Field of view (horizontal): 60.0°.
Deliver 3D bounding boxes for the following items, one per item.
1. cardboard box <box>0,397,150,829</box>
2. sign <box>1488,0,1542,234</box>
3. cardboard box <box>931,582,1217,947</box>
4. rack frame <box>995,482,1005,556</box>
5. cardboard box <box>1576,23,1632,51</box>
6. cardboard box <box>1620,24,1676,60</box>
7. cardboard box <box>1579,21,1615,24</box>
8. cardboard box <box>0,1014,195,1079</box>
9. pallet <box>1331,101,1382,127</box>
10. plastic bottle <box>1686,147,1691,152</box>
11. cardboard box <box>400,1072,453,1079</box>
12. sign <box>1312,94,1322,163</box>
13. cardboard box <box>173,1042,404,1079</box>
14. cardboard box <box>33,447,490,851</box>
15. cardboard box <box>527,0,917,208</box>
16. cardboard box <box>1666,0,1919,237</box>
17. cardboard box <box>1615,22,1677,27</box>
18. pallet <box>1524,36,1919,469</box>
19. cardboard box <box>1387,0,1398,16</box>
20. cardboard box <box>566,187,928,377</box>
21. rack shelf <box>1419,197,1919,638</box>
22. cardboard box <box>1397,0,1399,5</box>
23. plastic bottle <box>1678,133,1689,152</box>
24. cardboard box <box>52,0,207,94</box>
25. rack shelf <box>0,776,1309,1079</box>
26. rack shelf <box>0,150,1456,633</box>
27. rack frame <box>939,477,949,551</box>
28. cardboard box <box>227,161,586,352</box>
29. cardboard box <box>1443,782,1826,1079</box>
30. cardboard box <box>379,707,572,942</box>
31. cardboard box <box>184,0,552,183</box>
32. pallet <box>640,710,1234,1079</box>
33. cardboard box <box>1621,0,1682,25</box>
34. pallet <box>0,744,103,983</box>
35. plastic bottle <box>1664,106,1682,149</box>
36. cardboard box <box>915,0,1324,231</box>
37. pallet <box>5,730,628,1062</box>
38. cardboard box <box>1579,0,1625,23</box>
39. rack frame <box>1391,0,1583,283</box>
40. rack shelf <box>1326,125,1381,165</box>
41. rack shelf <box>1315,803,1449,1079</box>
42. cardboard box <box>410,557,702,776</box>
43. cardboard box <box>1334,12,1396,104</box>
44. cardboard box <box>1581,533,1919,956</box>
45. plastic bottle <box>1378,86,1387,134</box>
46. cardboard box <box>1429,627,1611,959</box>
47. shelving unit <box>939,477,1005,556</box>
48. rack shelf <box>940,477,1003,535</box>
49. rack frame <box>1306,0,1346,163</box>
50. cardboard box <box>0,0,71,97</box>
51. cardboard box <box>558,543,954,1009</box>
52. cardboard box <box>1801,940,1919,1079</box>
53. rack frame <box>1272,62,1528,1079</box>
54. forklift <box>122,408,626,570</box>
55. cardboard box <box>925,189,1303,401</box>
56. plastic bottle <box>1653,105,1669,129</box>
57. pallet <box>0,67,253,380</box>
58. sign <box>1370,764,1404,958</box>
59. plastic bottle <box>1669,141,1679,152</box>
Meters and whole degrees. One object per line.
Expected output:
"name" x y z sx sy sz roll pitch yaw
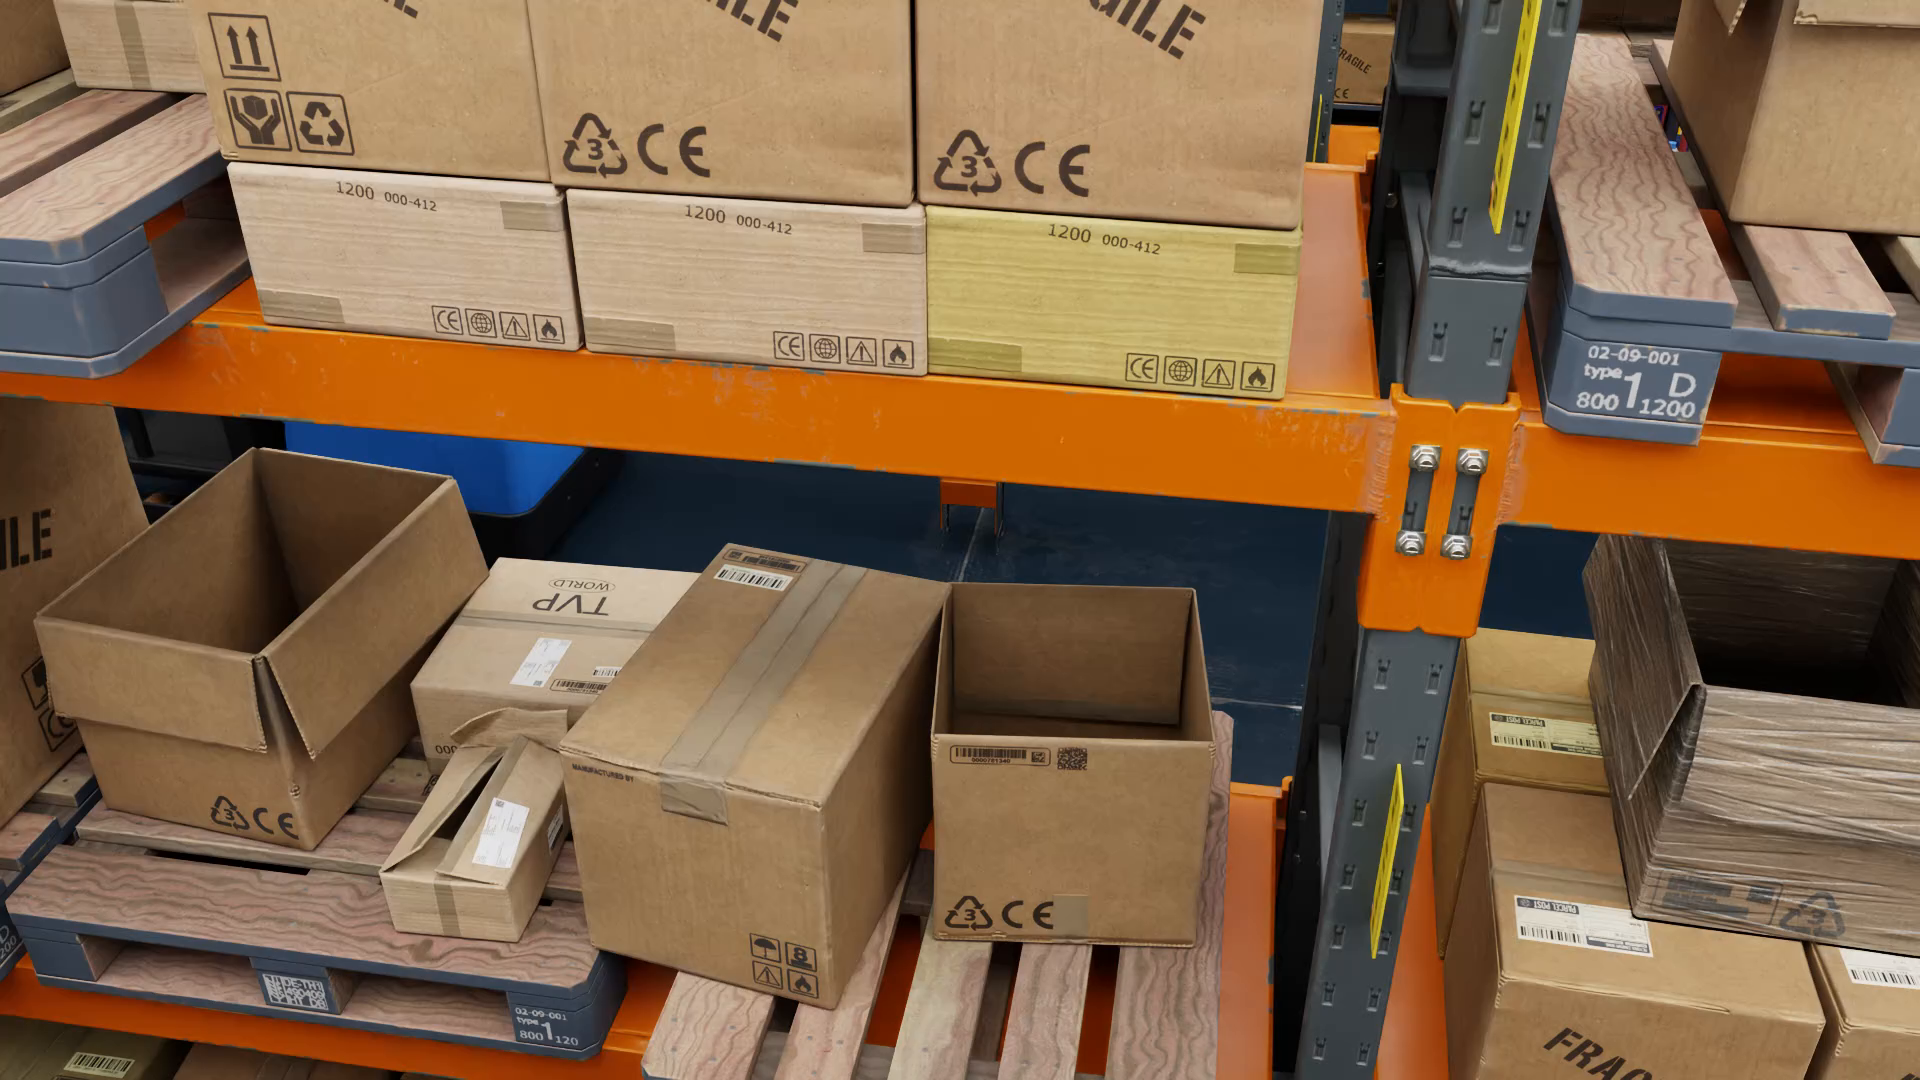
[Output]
"cardboard box" -2.435 0.031 3.412 1.000 1.000 1.000 5 32 9
"sign" 0.655 -0.531 1.956 0.005 0.325 0.100 5 32 8
"cardboard box" 0.209 0.429 3.248 0.500 0.500 0.500 1 32 2
"rack frame" 0.173 -0.429 6.946 0.008 1.050 0.200 5 32 8
"cardboard box" 4.345 -3.306 11.646 0.500 0.500 0.500 4 32 7
"cardboard box" 4.847 -3.262 11.575 0.500 0.500 0.500 6 32 9
"cardboard box" 4.408 -3.580 12.084 0.500 0.500 0.500 4 32 6
"cardboard box" -2.126 1.311 4.270 0.500 0.500 0.700 5 32 8
"pallet" 3.148 -3.236 12.221 1.213 0.211 1.003 5 32 8
"plastic bottle" 3.085 -1.530 6.977 0.133 0.283 0.061 5 32 8
"cardboard box" -1.025 1.410 4.111 0.500 0.500 0.700 8 33 12
"sign" 1.496 -1.695 6.977 0.005 0.325 0.100 5 32 8
"cardboard box" -1.575 1.361 4.190 0.500 0.500 0.700 3 32 4
"cardboard box" -1.470 0.204 3.604 0.637 0.503 0.797 8 33 13
"cardboard box" -0.271 -0.801 2.310 0.500 0.500 0.500 5 32 8
"cardboard box" 1.362 -0.800 2.381 0.637 0.503 0.797 7 33 11
"cardboard box" 4.907 -3.535 12.012 0.500 0.500 0.500 6 32 9
"pallet" 1.392 -0.485 2.549 1.003 0.211 1.213 7 33 10
"cardboard box" 3.380 -3.670 12.228 0.500 0.500 0.500 6 33 10
"cardboard box" -0.253 -0.483 2.508 0.500 0.250 0.500 5 32 8
"rack shelf" 2.720 -0.112 2.452 4.000 0.370 1.077 5 32 8
"cardboard box" 3.436 -3.986 12.025 0.500 0.250 0.500 6 33 10
"plastic bottle" 3.337 -1.858 7.501 0.133 0.283 0.061 5 32 8
"cardboard box" -1.330 -0.916 2.883 0.250 0.166 0.380 4 32 7
"rack shelf" -1.223 0.803 3.818 4.000 0.370 1.077 5 32 8
"rack shelf" -1.223 -0.469 3.022 4.000 0.370 1.077 5 32 8
"rack frame" -0.068 -0.451 6.981 0.008 1.050 0.200 5 32 8
"cardboard box" -0.748 -0.529 2.582 0.500 0.250 0.500 6 33 10
"cardboard box" 1.182 0.820 3.019 0.500 0.500 0.500 6 33 10
"cardboard box" -0.941 0.548 3.279 0.258 0.266 0.396 4 32 7
"cardboard box" -0.757 -0.853 2.394 0.500 0.500 0.500 6 32 9
"pallet" 0.028 0.750 3.406 1.003 0.211 1.213 5 32 8
"cardboard box" 4.940 -3.852 11.811 0.500 0.250 0.500 5 32 8
"pallet" -2.466 0.545 3.733 1.213 0.211 1.003 5 32 8
"plastic bottle" 3.329 -1.942 7.572 0.185 0.351 0.144 5 32 8
"cardboard box" 0.236 -0.761 2.246 0.500 0.500 0.500 6 33 9
"pallet" -1.210 0.602 3.641 1.213 0.211 1.003 5 32 8
"cardboard box" 4.445 -3.896 11.882 0.500 0.250 0.500 5 32 7
"rack frame" 0.748 -1.866 1.750 0.127 3.000 1.000 5 32 8
"rack shelf" 3.553 -1.430 7.386 4.000 0.370 1.077 5 32 8
"rack shelf" 2.720 1.160 3.248 4.000 0.370 1.077 5 32 8
"cardboard box" -0.865 0.292 3.702 0.500 0.250 0.500 4 32 7
"cardboard box" 2.819 -3.441 11.862 0.500 0.500 0.500 7 33 10
"cardboard box" 1.466 0.283 2.932 0.637 0.503 0.797 6 33 10
"plastic bottle" 2.052 -2.052 7.810 0.133 0.283 0.061 5 32 8
"cardboard box" 1.276 0.549 3.452 0.500 0.500 0.500 6 33 10
"shelving unit" 0.053 -0.440 6.964 0.252 1.050 0.215 5 32 8
"rack shelf" 0.053 -0.196 7.117 0.240 0.259 0.215 5 32 8
"rack frame" 1.582 -1.914 7.481 0.127 3.000 1.000 5 32 8
"cardboard box" -1.819 -0.996 2.694 0.637 0.503 0.797 6 33 10
"cardboard box" -0.358 0.431 3.244 0.500 0.500 0.700 10 33 15
"cardboard box" 1.690 0.865 2.947 0.500 0.500 0.500 4 32 7
"rack frame" 0.748 0.676 3.342 0.127 3.000 1.000 5 32 8
"forklift" -3.125 -1.518 6.913 3.031 2.935 1.130 7 33 11
"cardboard box" 0.238 -0.446 2.449 0.500 0.250 0.500 5 32 8
"plastic bottle" 3.179 -1.949 7.647 0.133 0.283 0.061 5 32 8
"pallet" -1.581 -0.671 2.844 1.003 0.211 1.213 5 32 8
"sign" 0.666 0.504 2.601 0.005 0.325 0.100 5 32 8
"plastic bottle" 2.974 -1.545 7.012 0.097 0.271 0.097 0 32 0
